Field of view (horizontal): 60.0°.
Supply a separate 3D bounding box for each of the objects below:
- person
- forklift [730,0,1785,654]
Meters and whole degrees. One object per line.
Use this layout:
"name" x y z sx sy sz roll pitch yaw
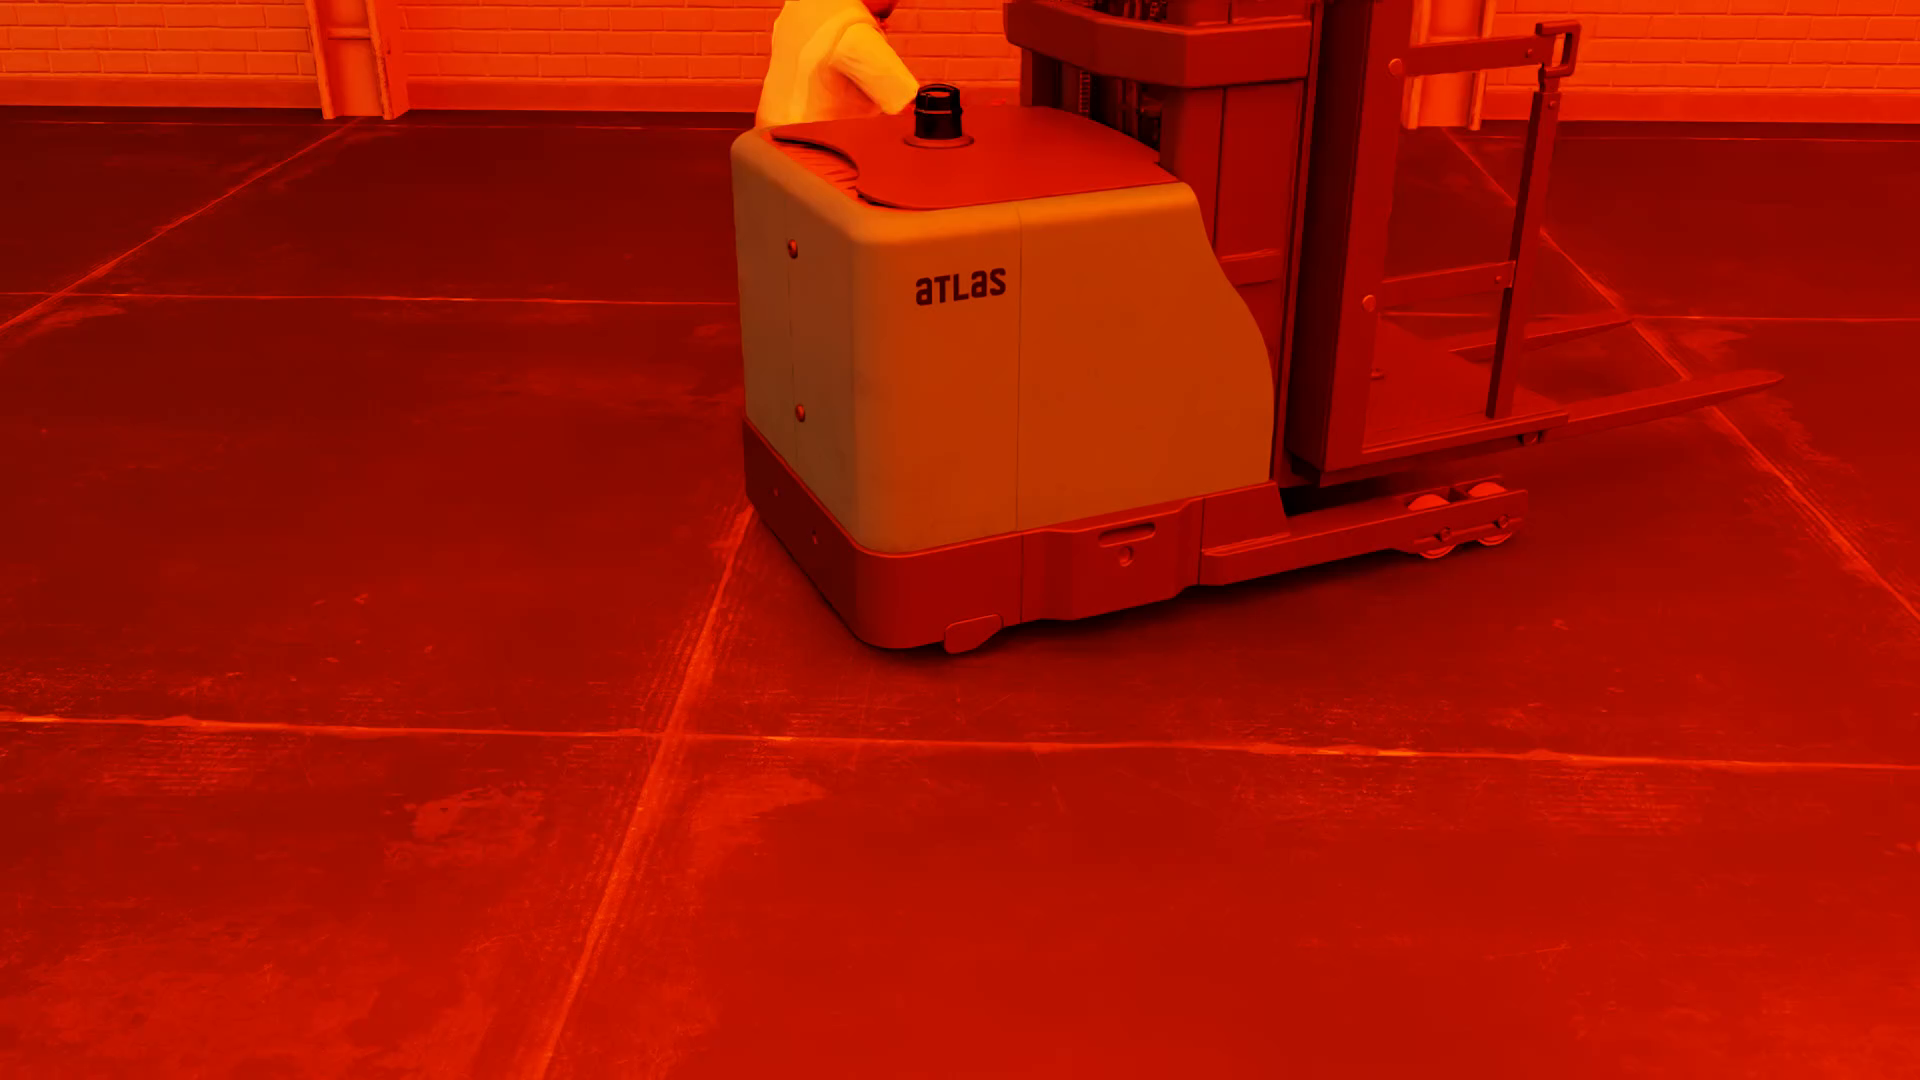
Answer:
"person" -0.240 -1.151 5.177 0.798 1.475 1.574 -12 29 -23
"forklift" 0.969 -1.467 4.182 3.031 2.935 1.130 -11 28 -21
